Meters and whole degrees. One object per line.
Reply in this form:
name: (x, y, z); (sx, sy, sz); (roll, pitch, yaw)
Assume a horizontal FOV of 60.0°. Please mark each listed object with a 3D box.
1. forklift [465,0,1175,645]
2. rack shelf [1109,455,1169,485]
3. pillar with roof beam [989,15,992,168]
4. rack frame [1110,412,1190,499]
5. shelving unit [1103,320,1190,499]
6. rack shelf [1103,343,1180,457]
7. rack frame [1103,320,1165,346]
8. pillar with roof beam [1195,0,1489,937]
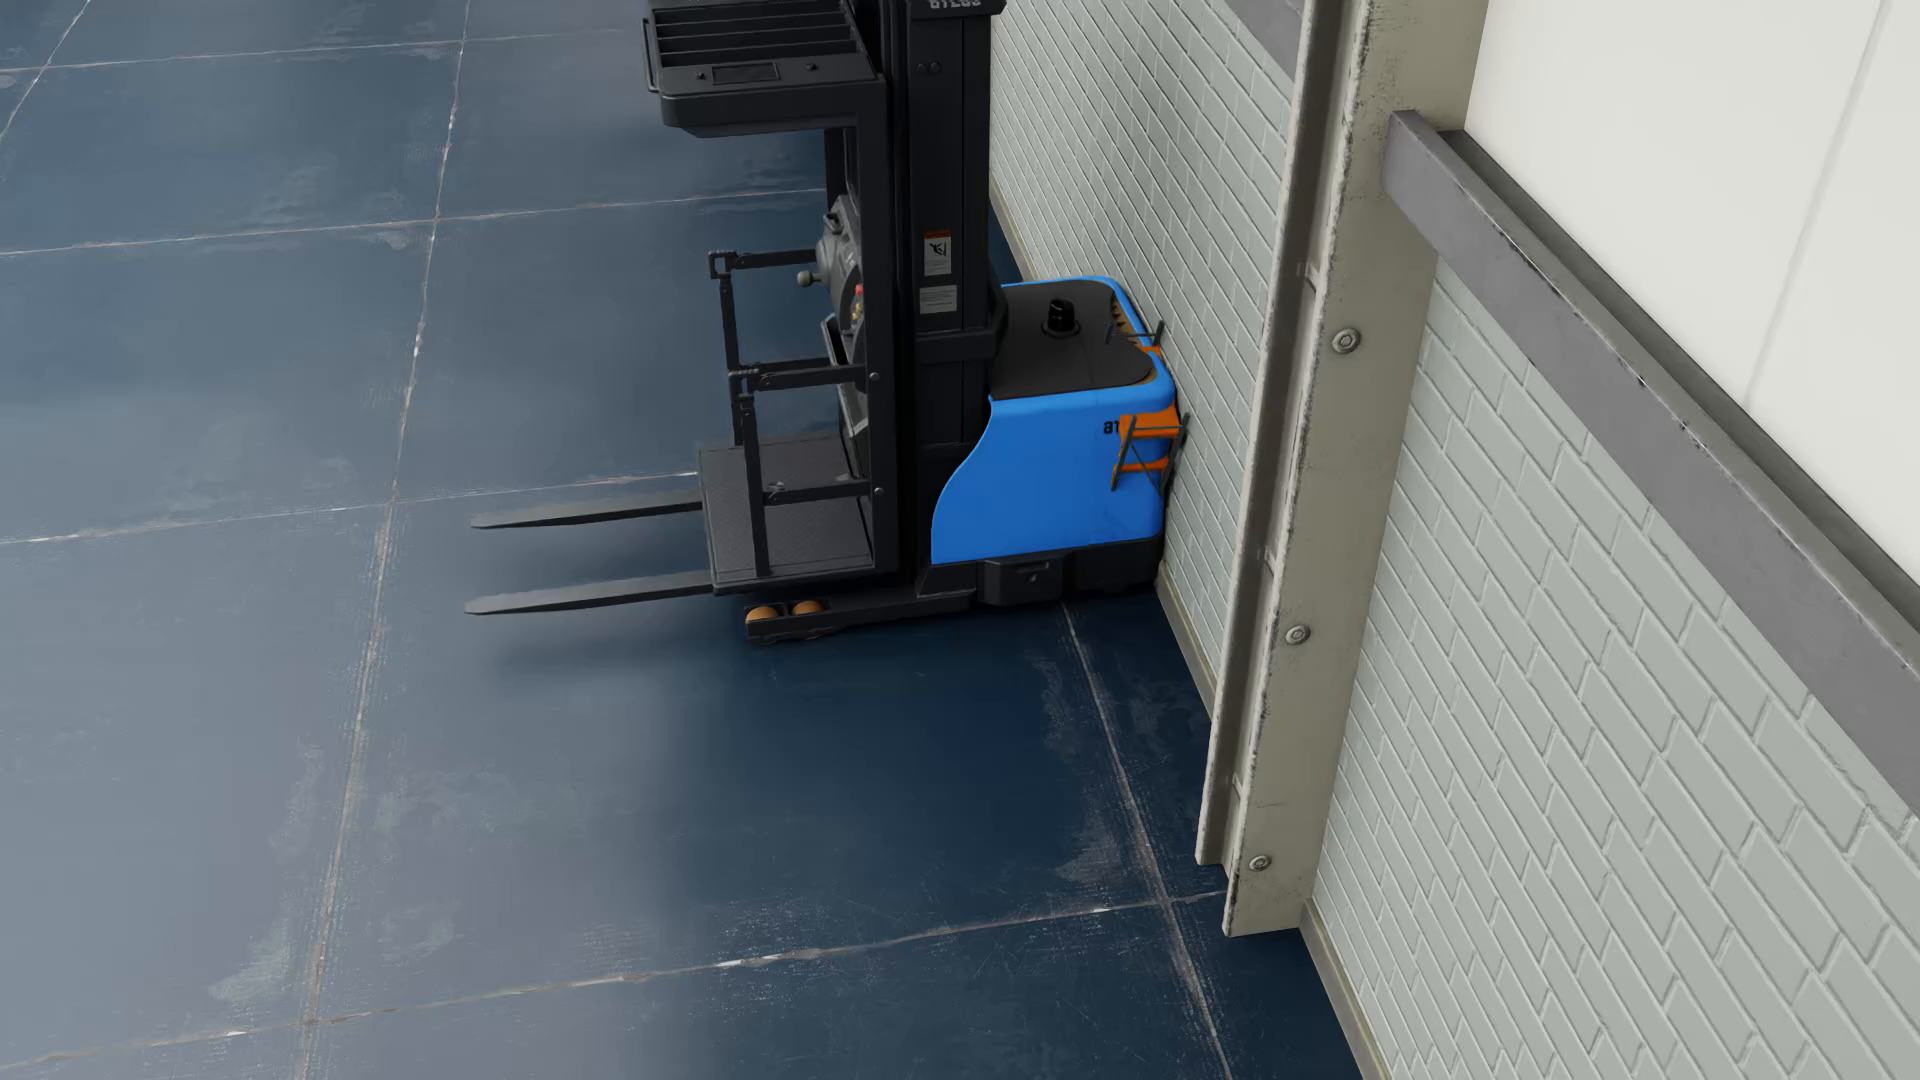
forklift: (-0.664, -1.059, 6.724); (3.031, 2.935, 1.130); (-7, 38, -9)
rack shelf: (0.726, -0.458, 7.154); (0.258, 0.148, 0.480); (-4, 57, -9)
pillar with roof beam: (-4.225, -5.434, 7.410); (9.100, 9.000, 0.400); (-6, 38, -8)
rack frame: (0.745, -0.169, 7.153); (0.240, 1.200, 0.015); (-4, 57, -9)
shelving unit: (0.710, -0.372, 7.283); (0.258, 1.200, 0.503); (-4, 57, -9)
rack shelf: (0.750, -0.588, 6.958); (0.258, 0.148, 0.480); (-4, 57, -9)
rack frame: (0.675, -0.575, 7.414); (0.240, 1.200, 0.015); (-4, 57, -9)
pillar with roof beam: (-3.173, -1.810, 2.745); (9.100, 9.000, 0.400); (-6, 38, -8)
